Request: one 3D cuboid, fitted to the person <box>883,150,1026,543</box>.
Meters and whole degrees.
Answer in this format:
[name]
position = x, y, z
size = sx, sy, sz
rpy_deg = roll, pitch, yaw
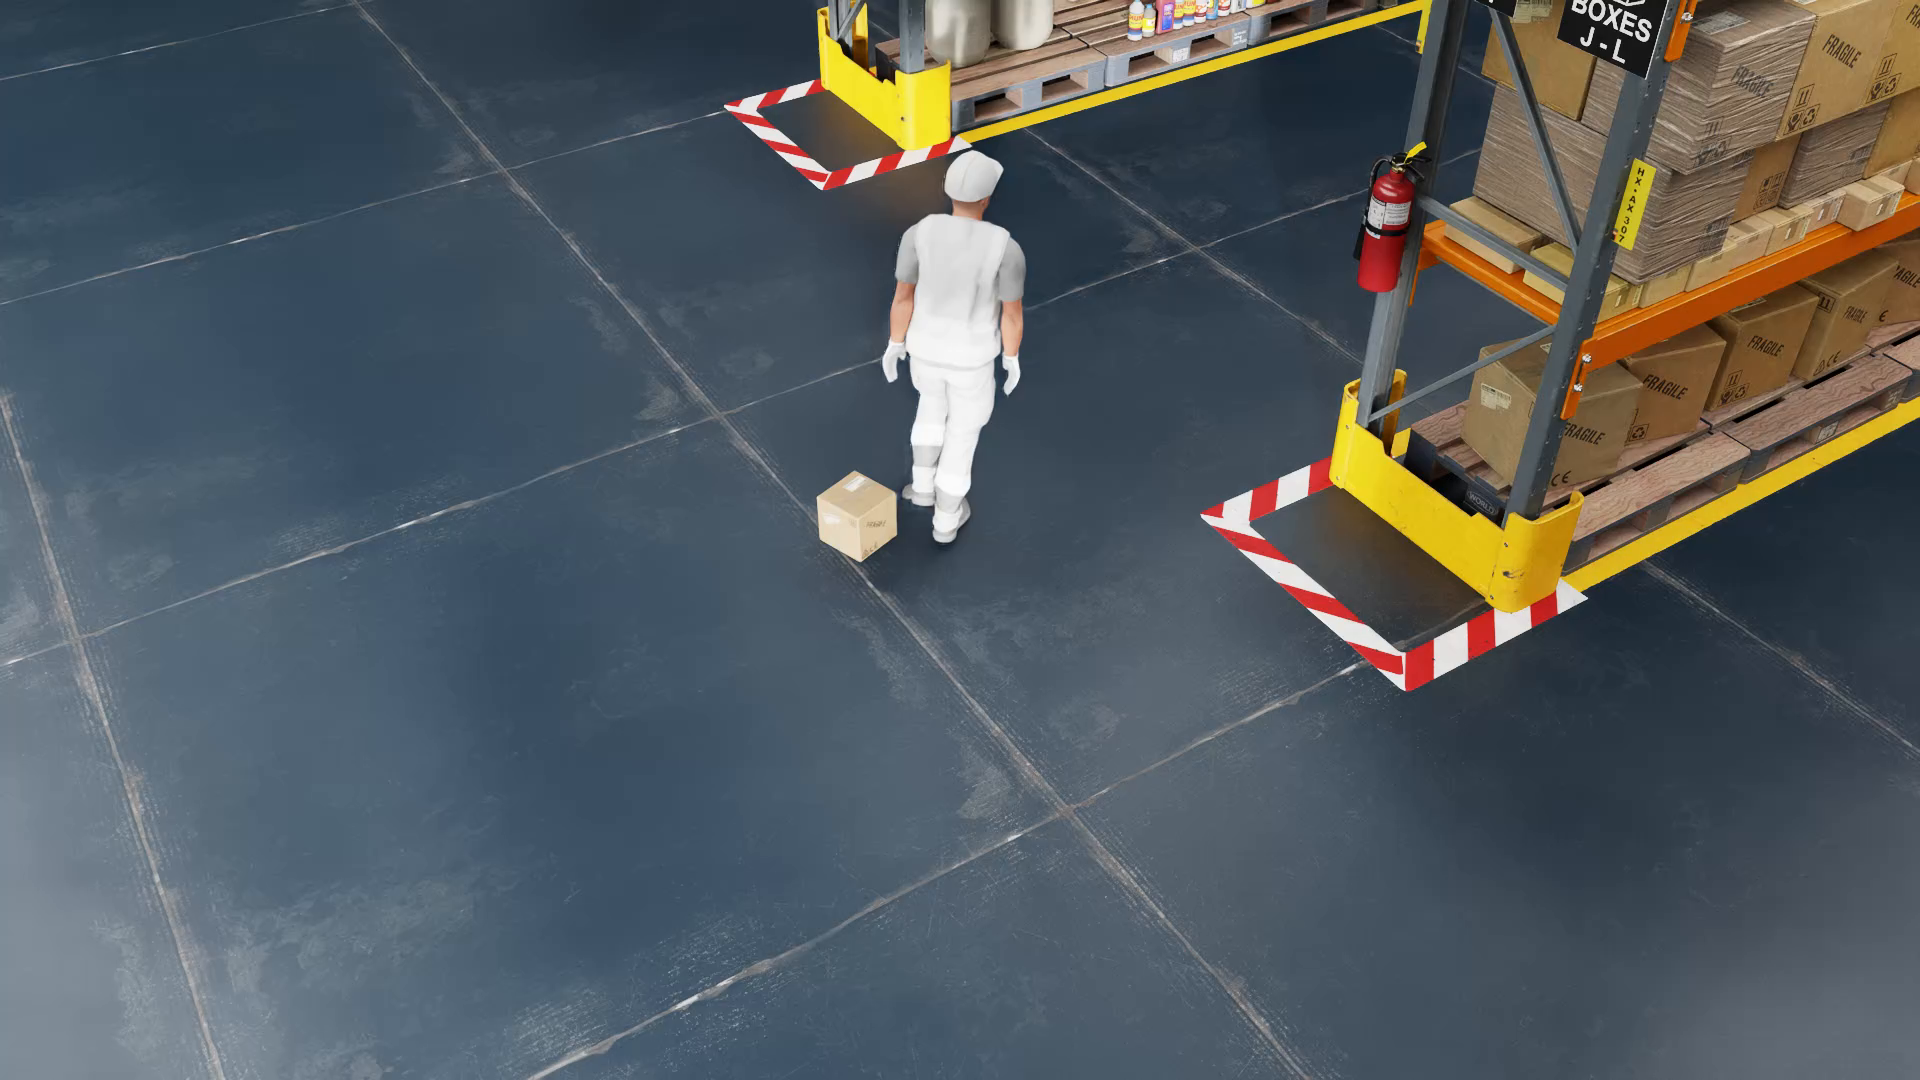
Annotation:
[person]
position = -0.017, -0.805, 7.057
size = 0.580, 1.770, 0.483
rpy_deg = 12, 42, 13
